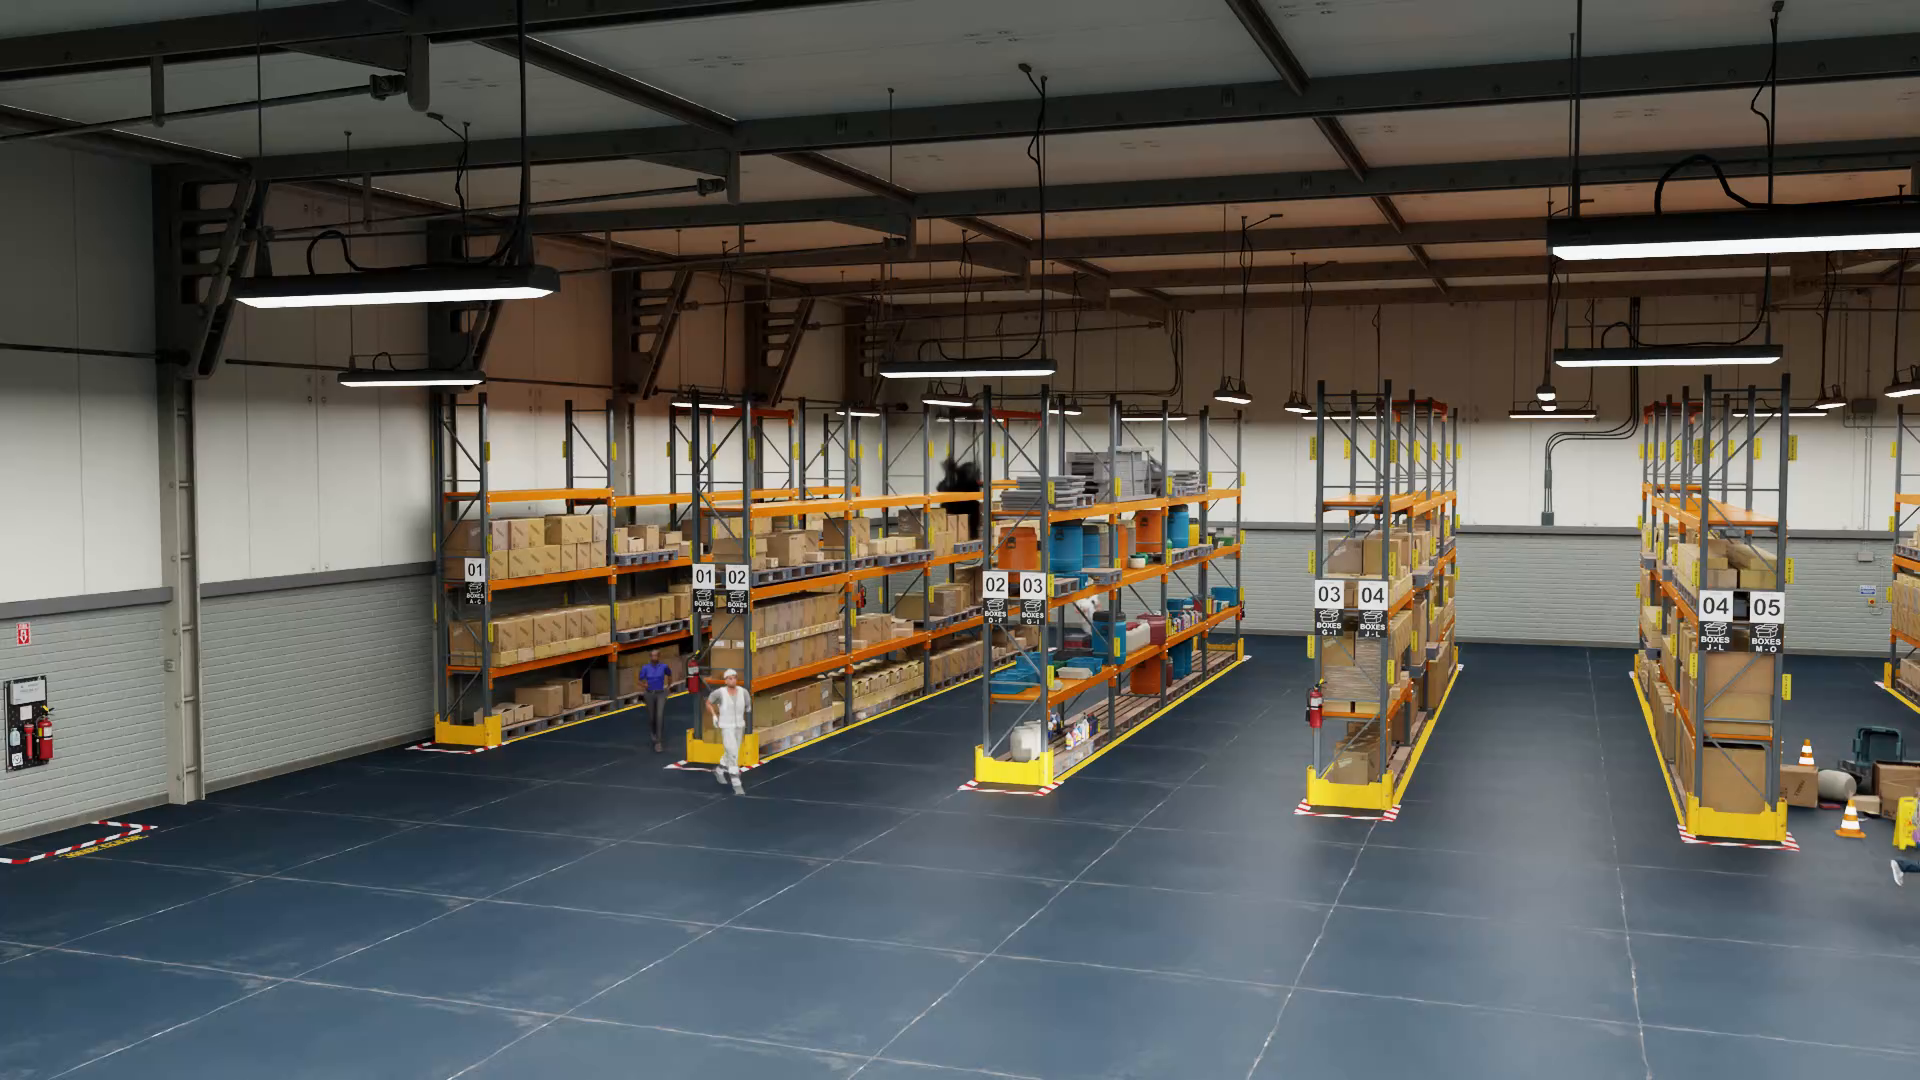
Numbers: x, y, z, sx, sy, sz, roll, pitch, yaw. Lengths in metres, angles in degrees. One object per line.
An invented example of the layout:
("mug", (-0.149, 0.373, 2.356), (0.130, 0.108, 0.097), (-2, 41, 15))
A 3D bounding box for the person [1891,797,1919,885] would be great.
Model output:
("person", (10.494, 3.282, 18.130), (0.565, 1.567, 0.675), (-2, 4, -31))

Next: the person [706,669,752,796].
("person", (-3.358, 2.796, 24.517), (0.628, 1.818, 0.908), (-2, 4, -37))

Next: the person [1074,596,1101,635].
("person", (3.166, 1.966, 40.702), (0.761, 1.693, 0.726), (0, 3, 5))

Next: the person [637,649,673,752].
("person", (-5.141, 2.711, 28.029), (0.584, 1.566, 0.936), (0, 3, -8))
